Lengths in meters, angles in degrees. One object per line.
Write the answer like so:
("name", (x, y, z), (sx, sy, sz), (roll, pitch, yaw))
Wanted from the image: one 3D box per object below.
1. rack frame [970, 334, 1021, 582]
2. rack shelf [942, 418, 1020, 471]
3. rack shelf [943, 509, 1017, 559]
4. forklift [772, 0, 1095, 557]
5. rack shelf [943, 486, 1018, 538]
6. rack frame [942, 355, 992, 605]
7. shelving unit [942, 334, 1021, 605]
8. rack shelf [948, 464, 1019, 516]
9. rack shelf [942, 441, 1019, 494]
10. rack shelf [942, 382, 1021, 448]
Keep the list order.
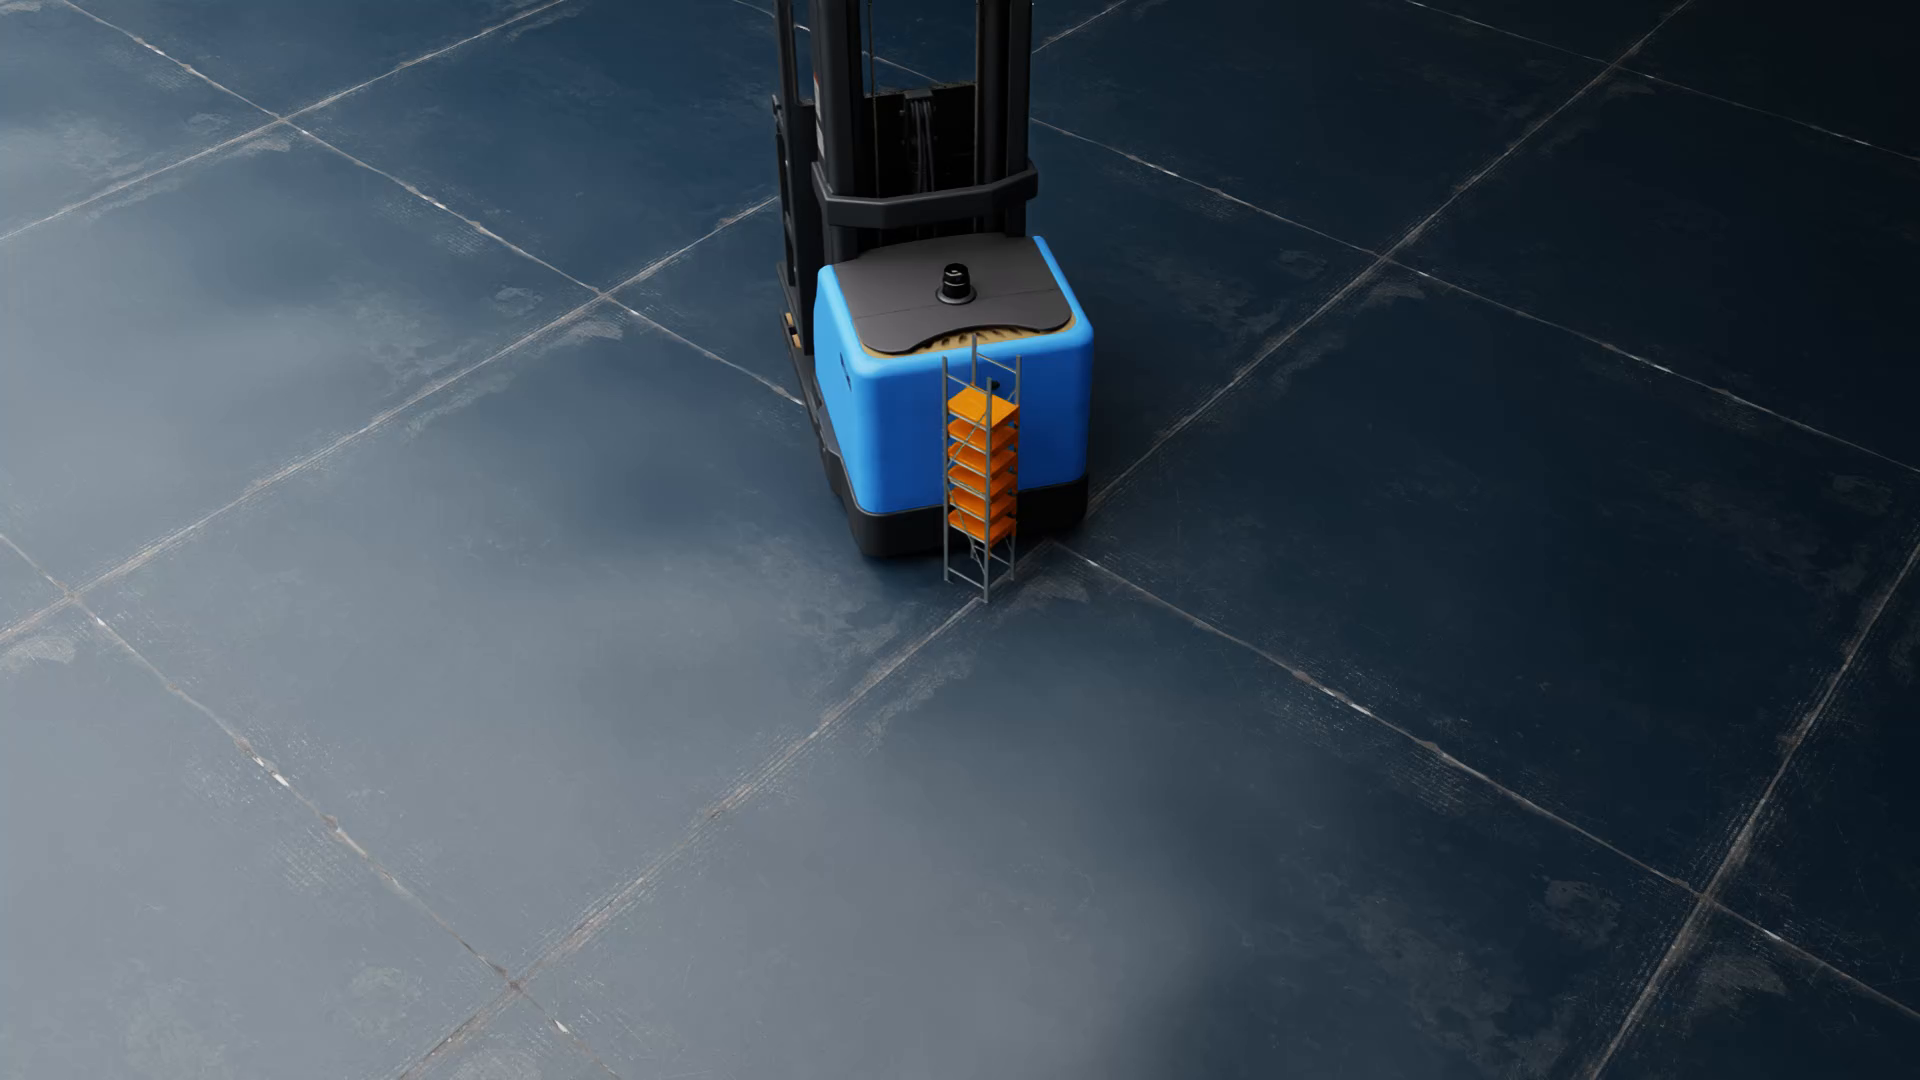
("rack frame", (0.141, -0.315, 6.887), (0.240, 1.200, 0.006), (28, 49, 28))
("rack shelf", (0.084, -0.412, 6.702), (0.258, 0.103, 0.180), (28, 49, 28))
("rack shelf", (0.084, -0.056, 7.025), (0.258, 0.103, 0.180), (28, 49, 28))
("forklift", (-0.296, -2.015, 7.470), (1.130, 2.935, 3.031), (-10, 43, -11))
("rack shelf", (0.084, -0.145, 6.944), (0.258, 0.103, 0.180), (28, 49, 28))
("rack frame", (0.027, -0.219, 6.781), (0.240, 1.200, 0.006), (28, 49, 28))
("shelving unit", (0.084, -0.267, 6.834), (0.258, 1.200, 0.189), (28, 49, 28))
("rack shelf", (0.084, -0.234, 6.864), (0.258, 0.103, 0.180), (28, 49, 28))
("rack shelf", (0.084, -0.323, 6.783), (0.258, 0.103, 0.180), (28, 49, 28))
("rack shelf", (0.084, -0.500, 6.621), (0.258, 0.103, 0.180), (28, 49, 28))
